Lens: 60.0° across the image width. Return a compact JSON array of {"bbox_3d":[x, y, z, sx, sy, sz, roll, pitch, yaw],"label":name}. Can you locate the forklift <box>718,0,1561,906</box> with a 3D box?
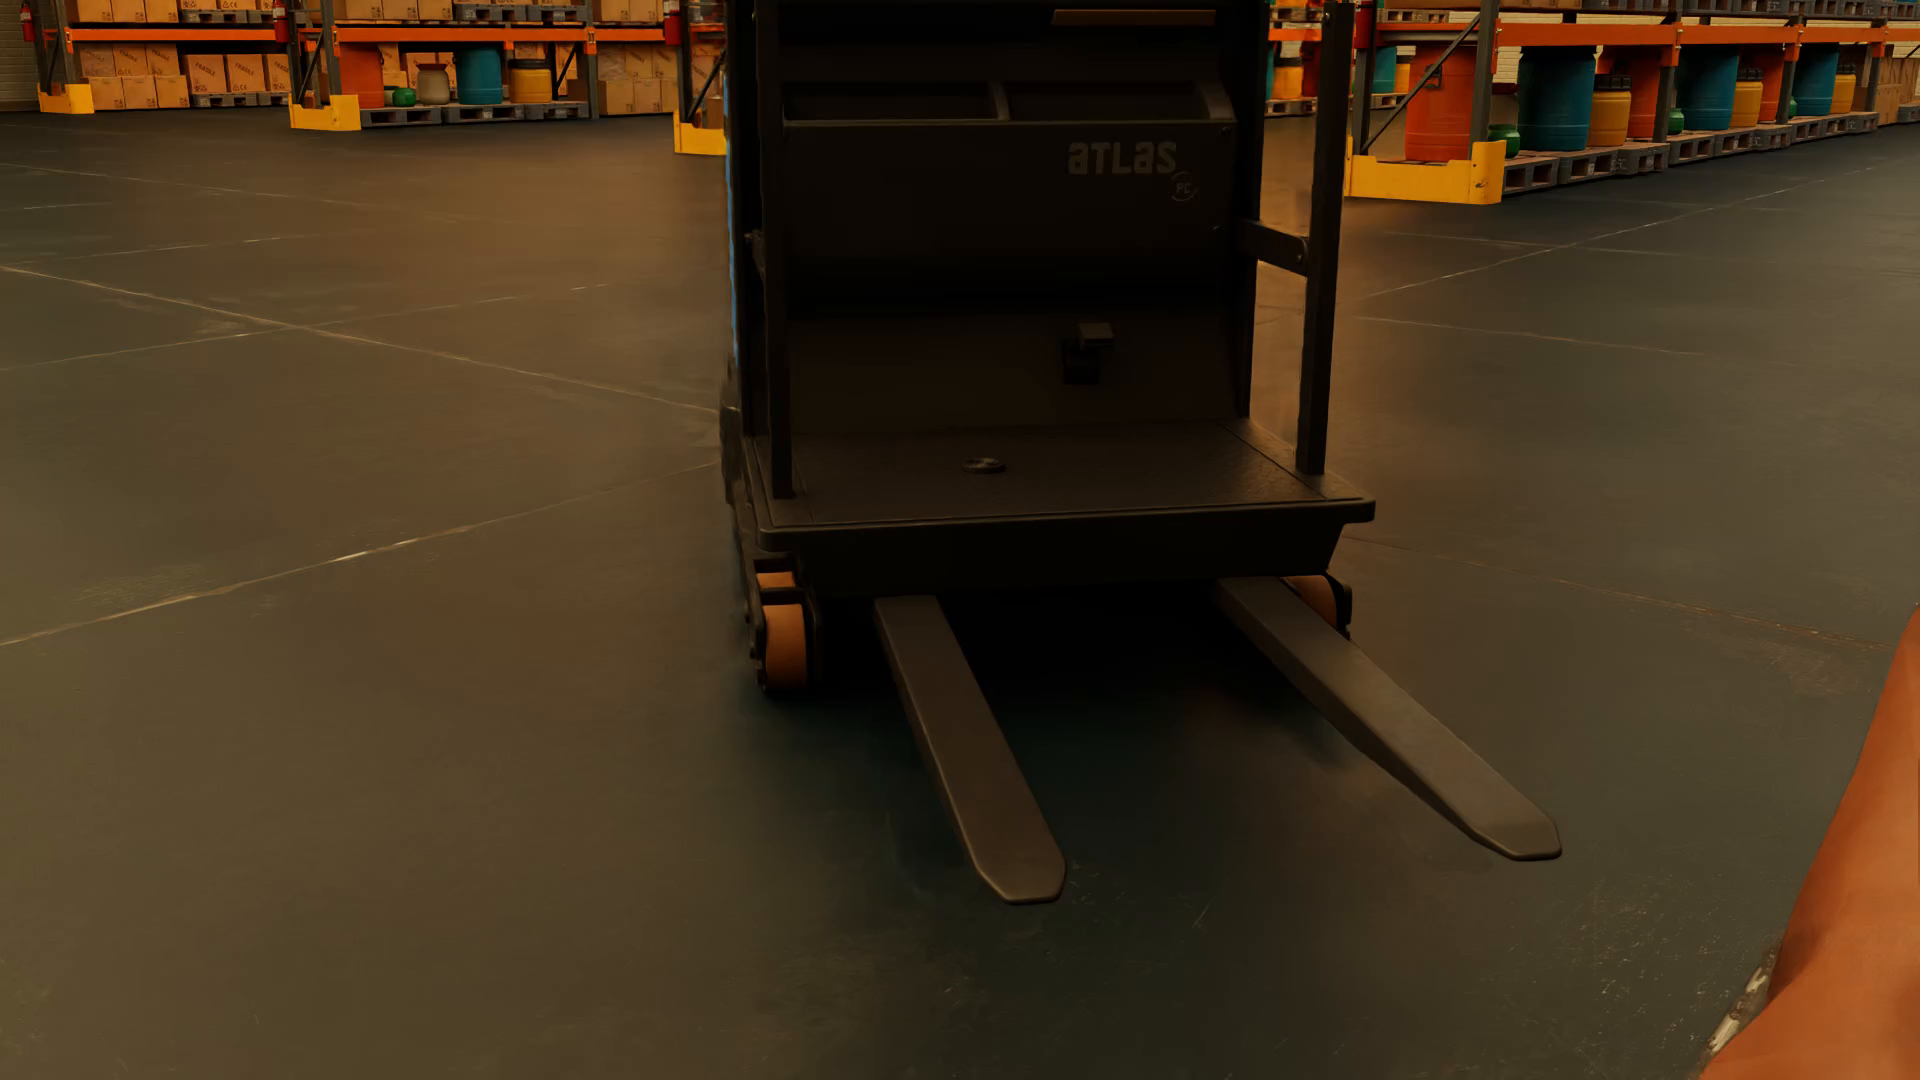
[{"bbox_3d":[0.123,-1.237,2.970,1.130,2.935,3.031,-3,17,-9],"label":"forklift"}]
